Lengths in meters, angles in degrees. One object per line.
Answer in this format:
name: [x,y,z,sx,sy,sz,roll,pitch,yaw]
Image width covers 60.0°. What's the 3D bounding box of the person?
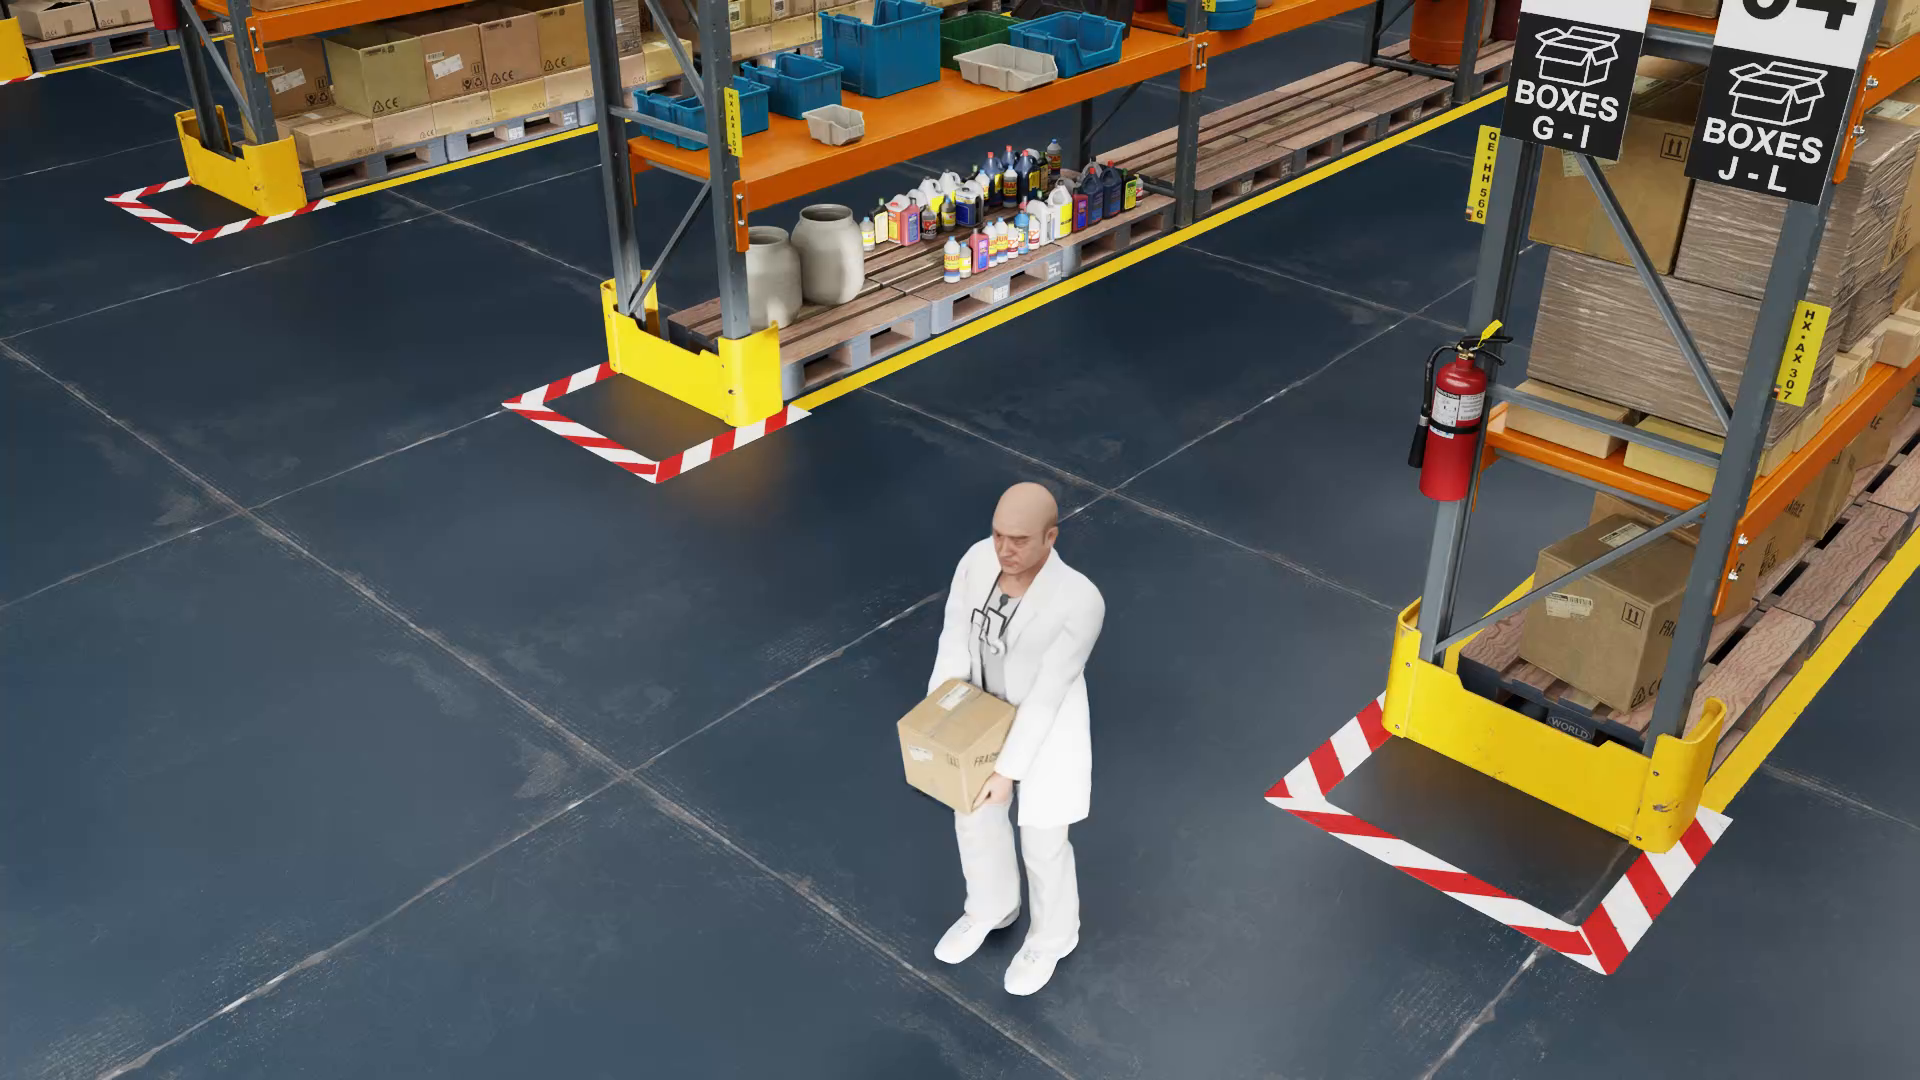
person: [0.134,0.633,5.098,0.526,1.778,0.566,24,38,34]
